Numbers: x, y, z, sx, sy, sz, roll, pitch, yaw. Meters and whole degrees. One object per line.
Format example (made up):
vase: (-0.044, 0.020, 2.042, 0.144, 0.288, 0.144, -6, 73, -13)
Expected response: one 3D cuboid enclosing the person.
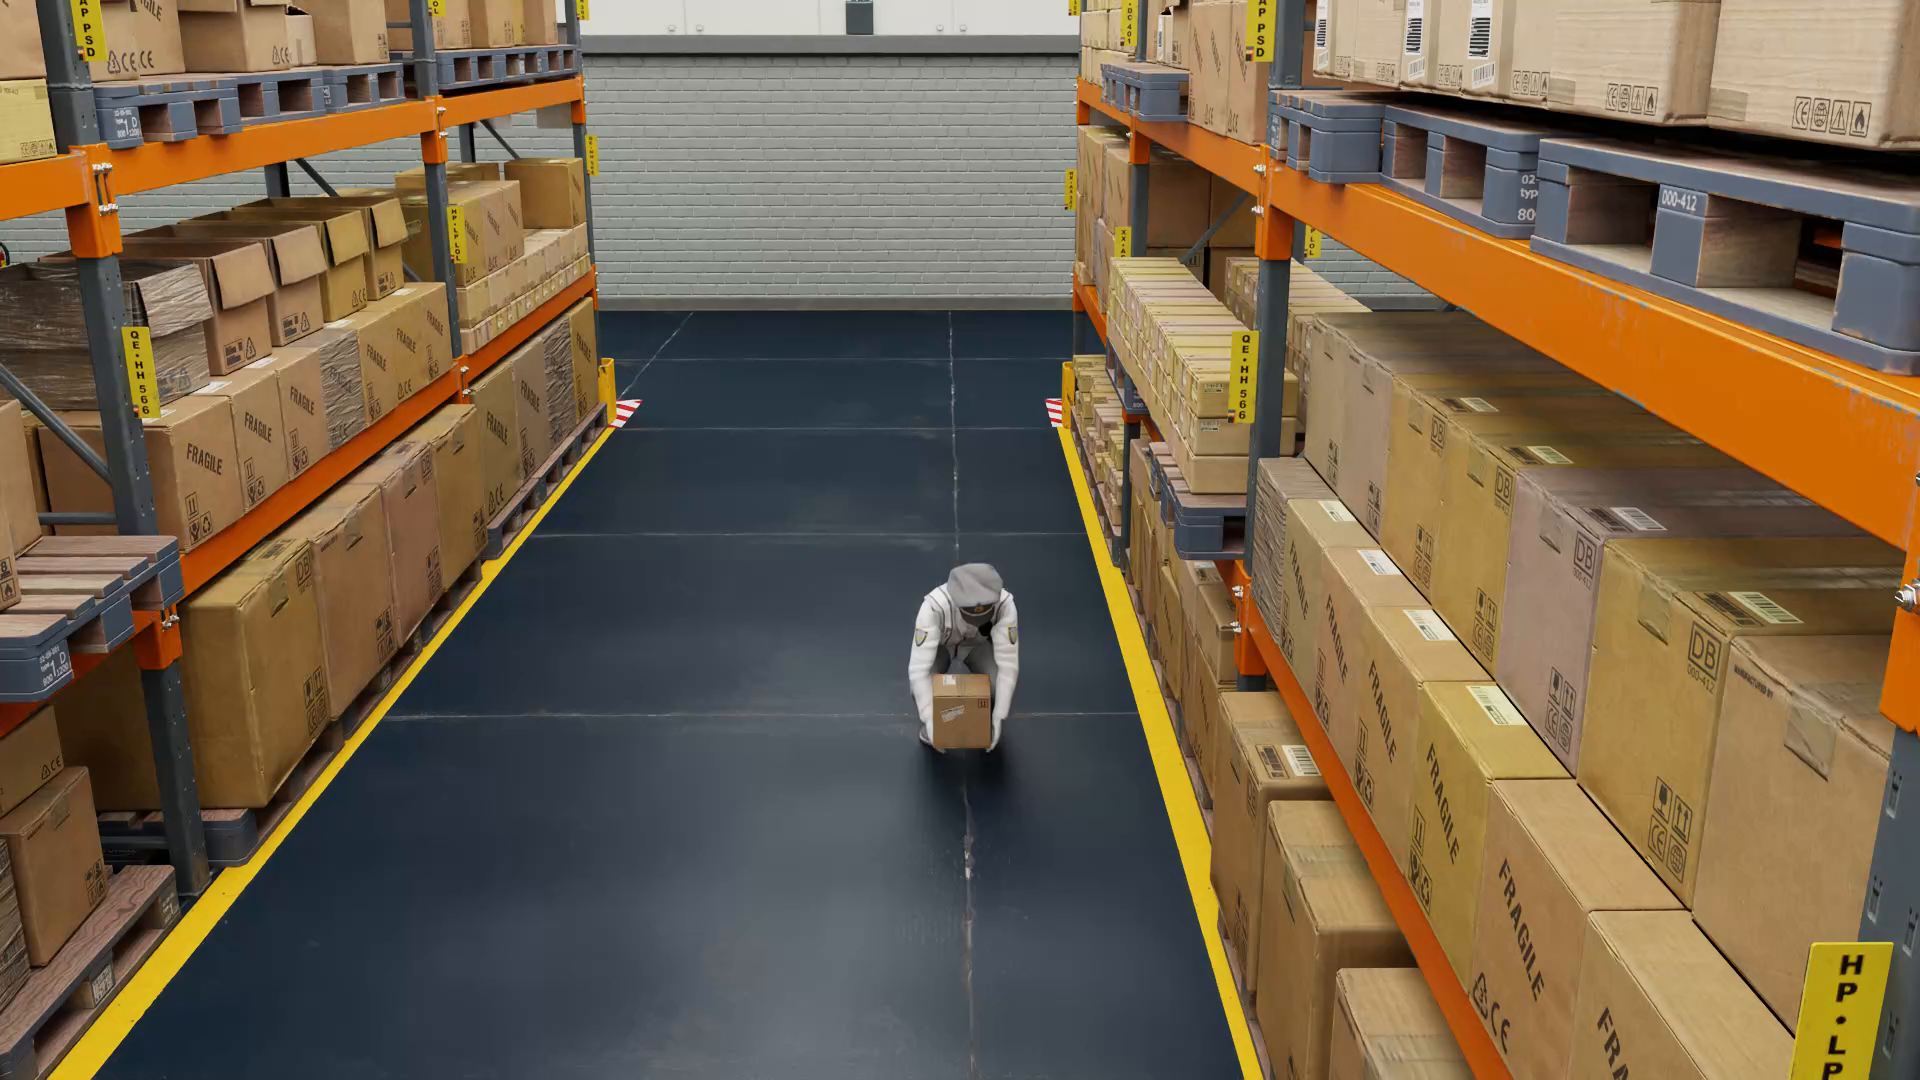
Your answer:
person: (0.013, 0.508, 7.607, 0.497, 0.964, 0.821, 0, 17, -1)
